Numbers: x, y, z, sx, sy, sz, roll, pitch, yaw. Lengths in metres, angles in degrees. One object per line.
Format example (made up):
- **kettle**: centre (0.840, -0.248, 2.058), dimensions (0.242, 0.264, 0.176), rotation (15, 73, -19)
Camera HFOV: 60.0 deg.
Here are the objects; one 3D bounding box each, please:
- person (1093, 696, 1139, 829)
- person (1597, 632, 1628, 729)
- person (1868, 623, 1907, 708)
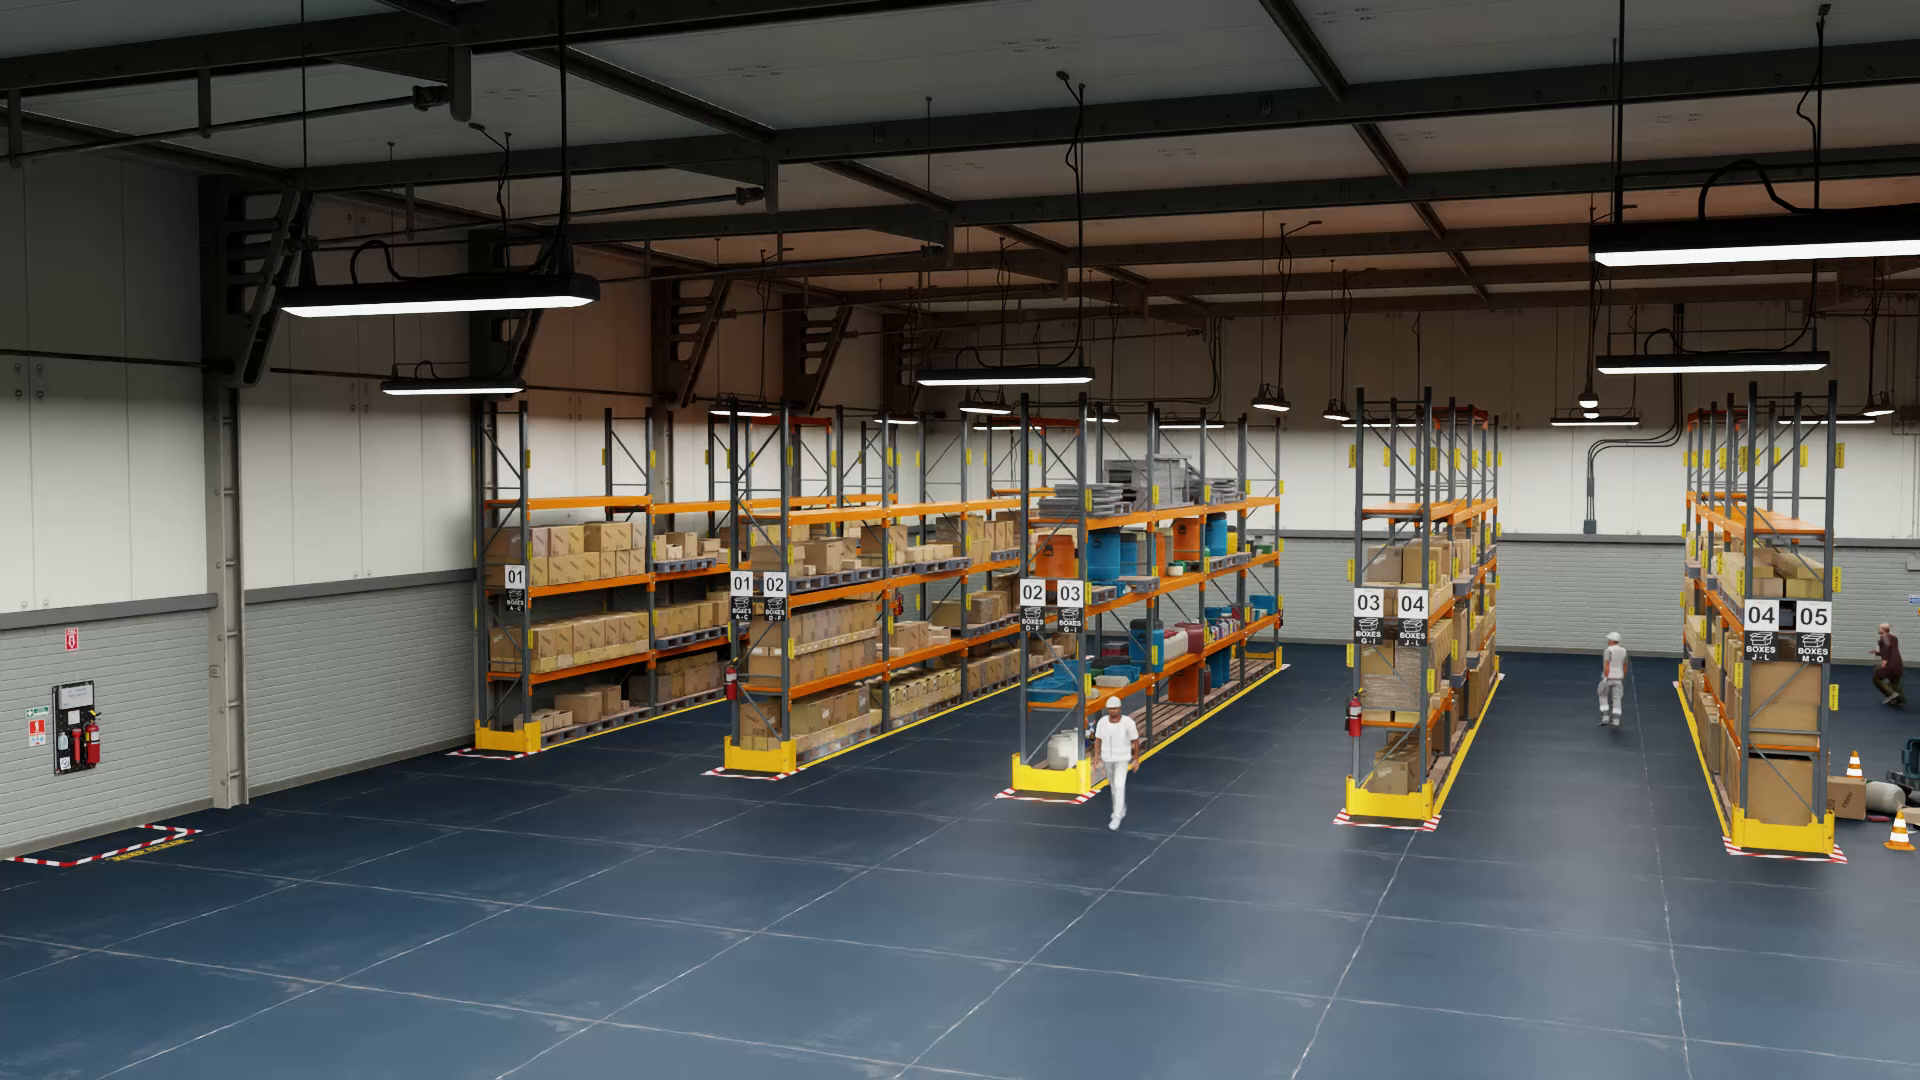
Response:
- **person**: centre (2.094, 2.999, 22.732), dimensions (0.587, 1.714, 0.925), rotation (2, 3, 32)
- **person**: centre (12.160, 2.616, 30.886), dimensions (0.510, 1.807, 0.544), rotation (0, 3, 6)
- **person**: centre (18.828, 2.529, 33.713), dimensions (0.624, 1.669, 0.872), rotation (-1, 3, -14)
